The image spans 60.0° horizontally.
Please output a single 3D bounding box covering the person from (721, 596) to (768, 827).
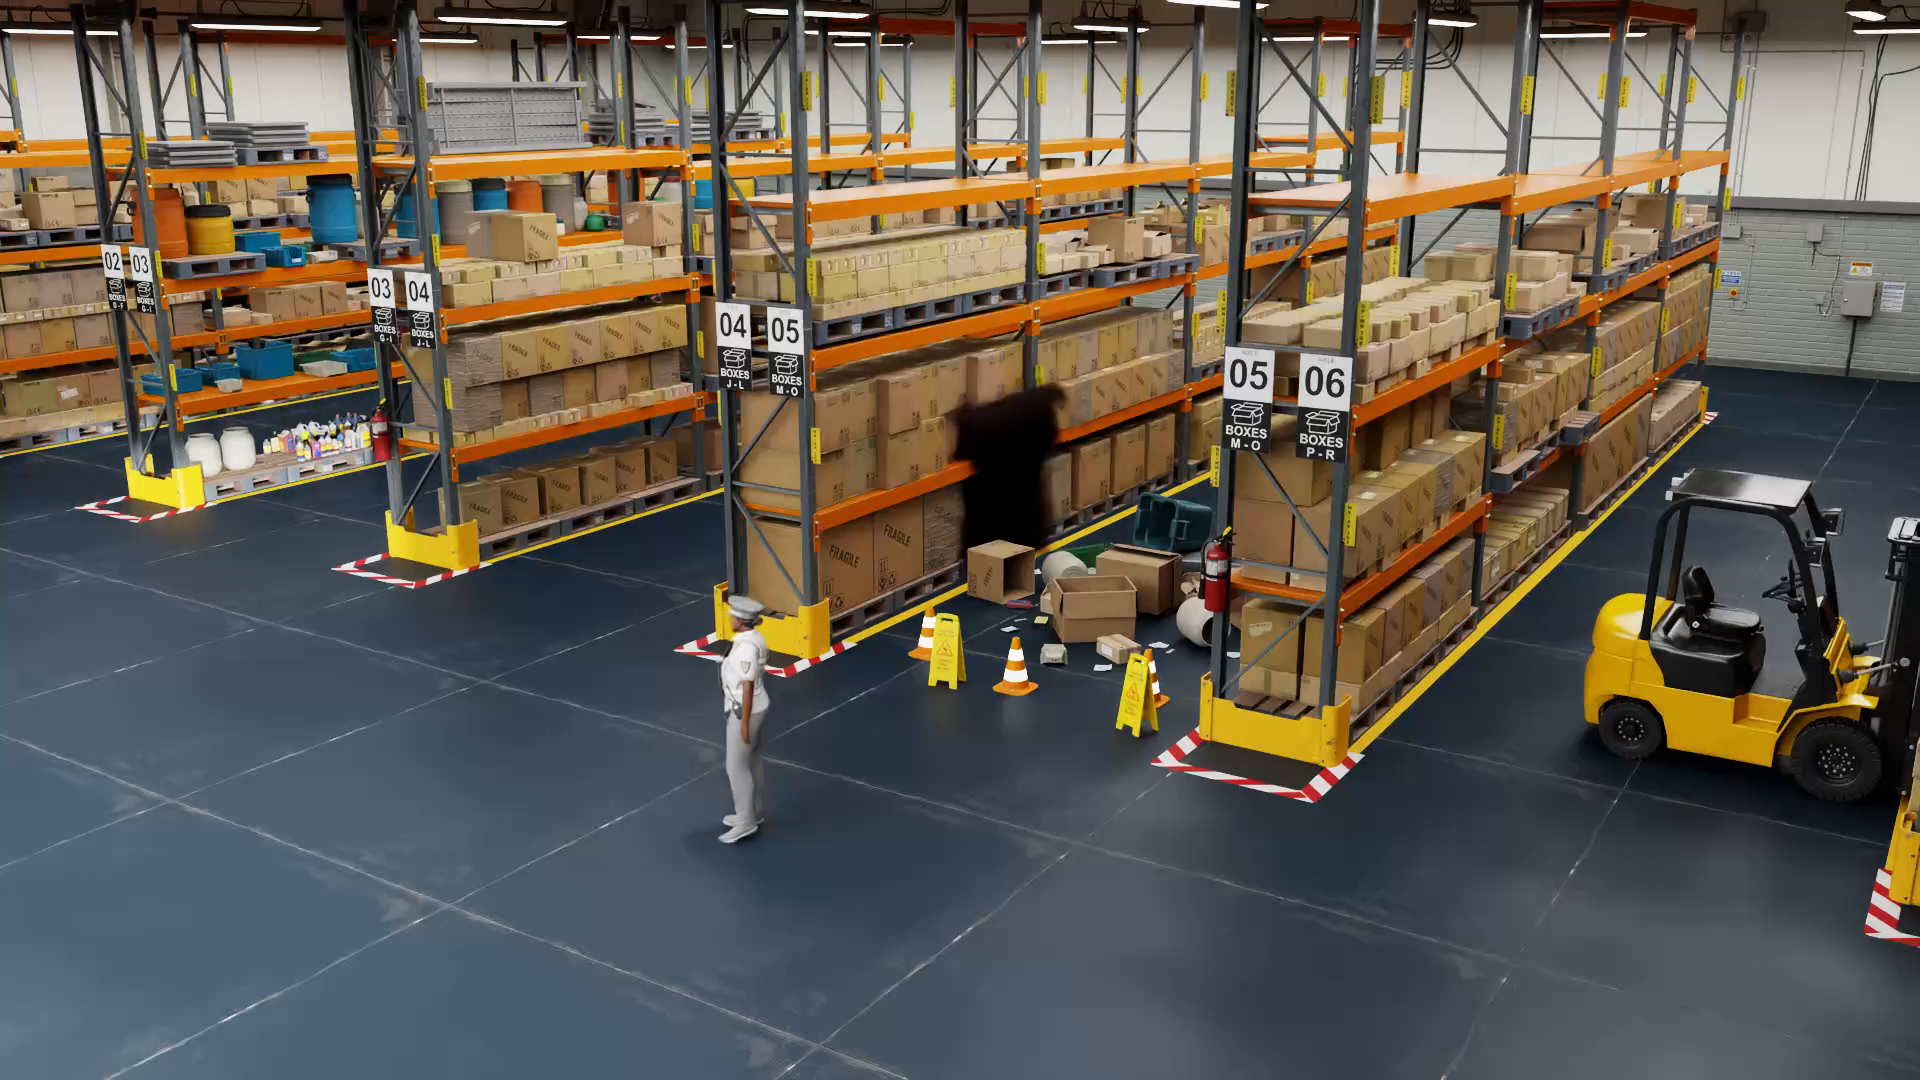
[{"bbox_3d":[-1.508,1.191,11.656,0.312,1.616,0.496,0,16,1],"label":"person"}]
